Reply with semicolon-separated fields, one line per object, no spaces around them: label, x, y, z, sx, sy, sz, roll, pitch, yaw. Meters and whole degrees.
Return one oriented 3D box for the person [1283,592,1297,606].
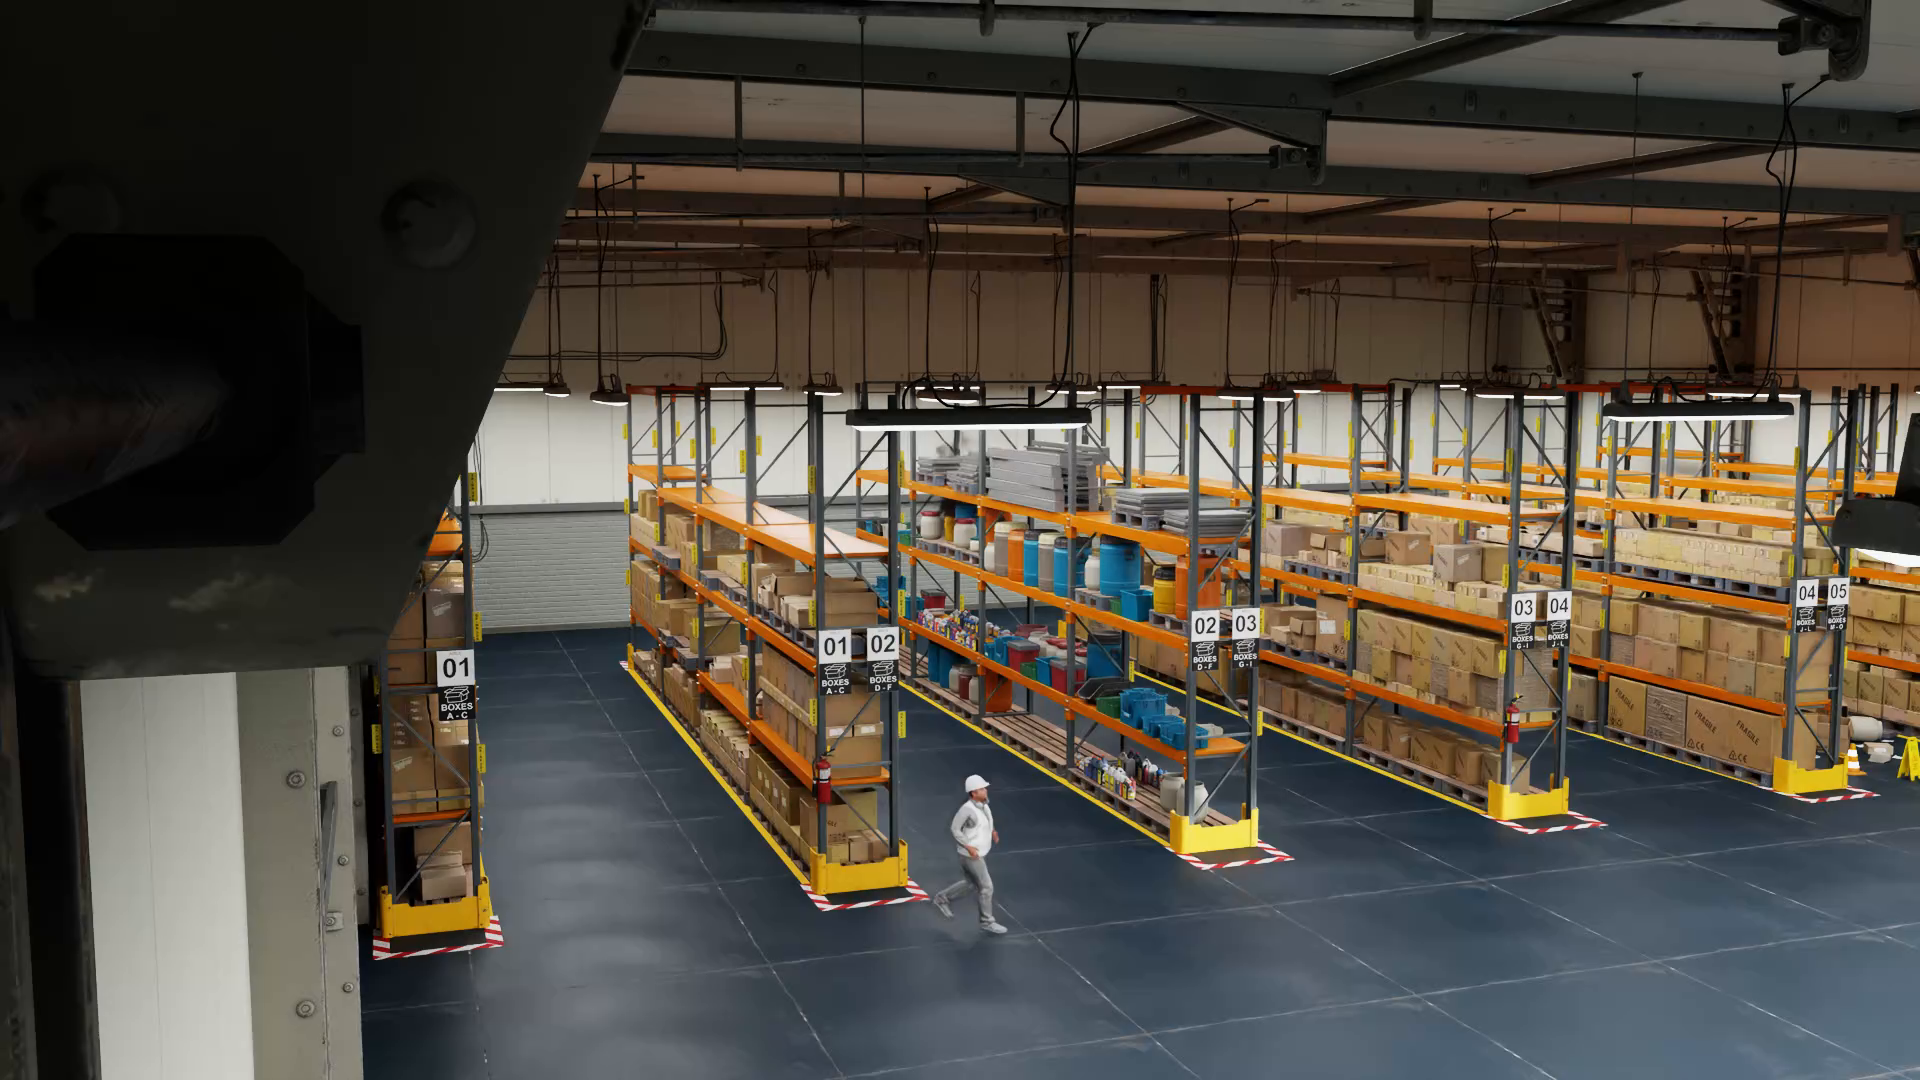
person;8.155;1.189;41.328;0.813;1.773;0.662;4;7;35

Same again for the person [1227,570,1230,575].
person;6.238;1.520;38.619;0.678;1.682;0.624;-1;6;-11

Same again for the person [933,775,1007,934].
person;0.112;3.501;18.700;0.894;1.766;0.657;2;6;19
